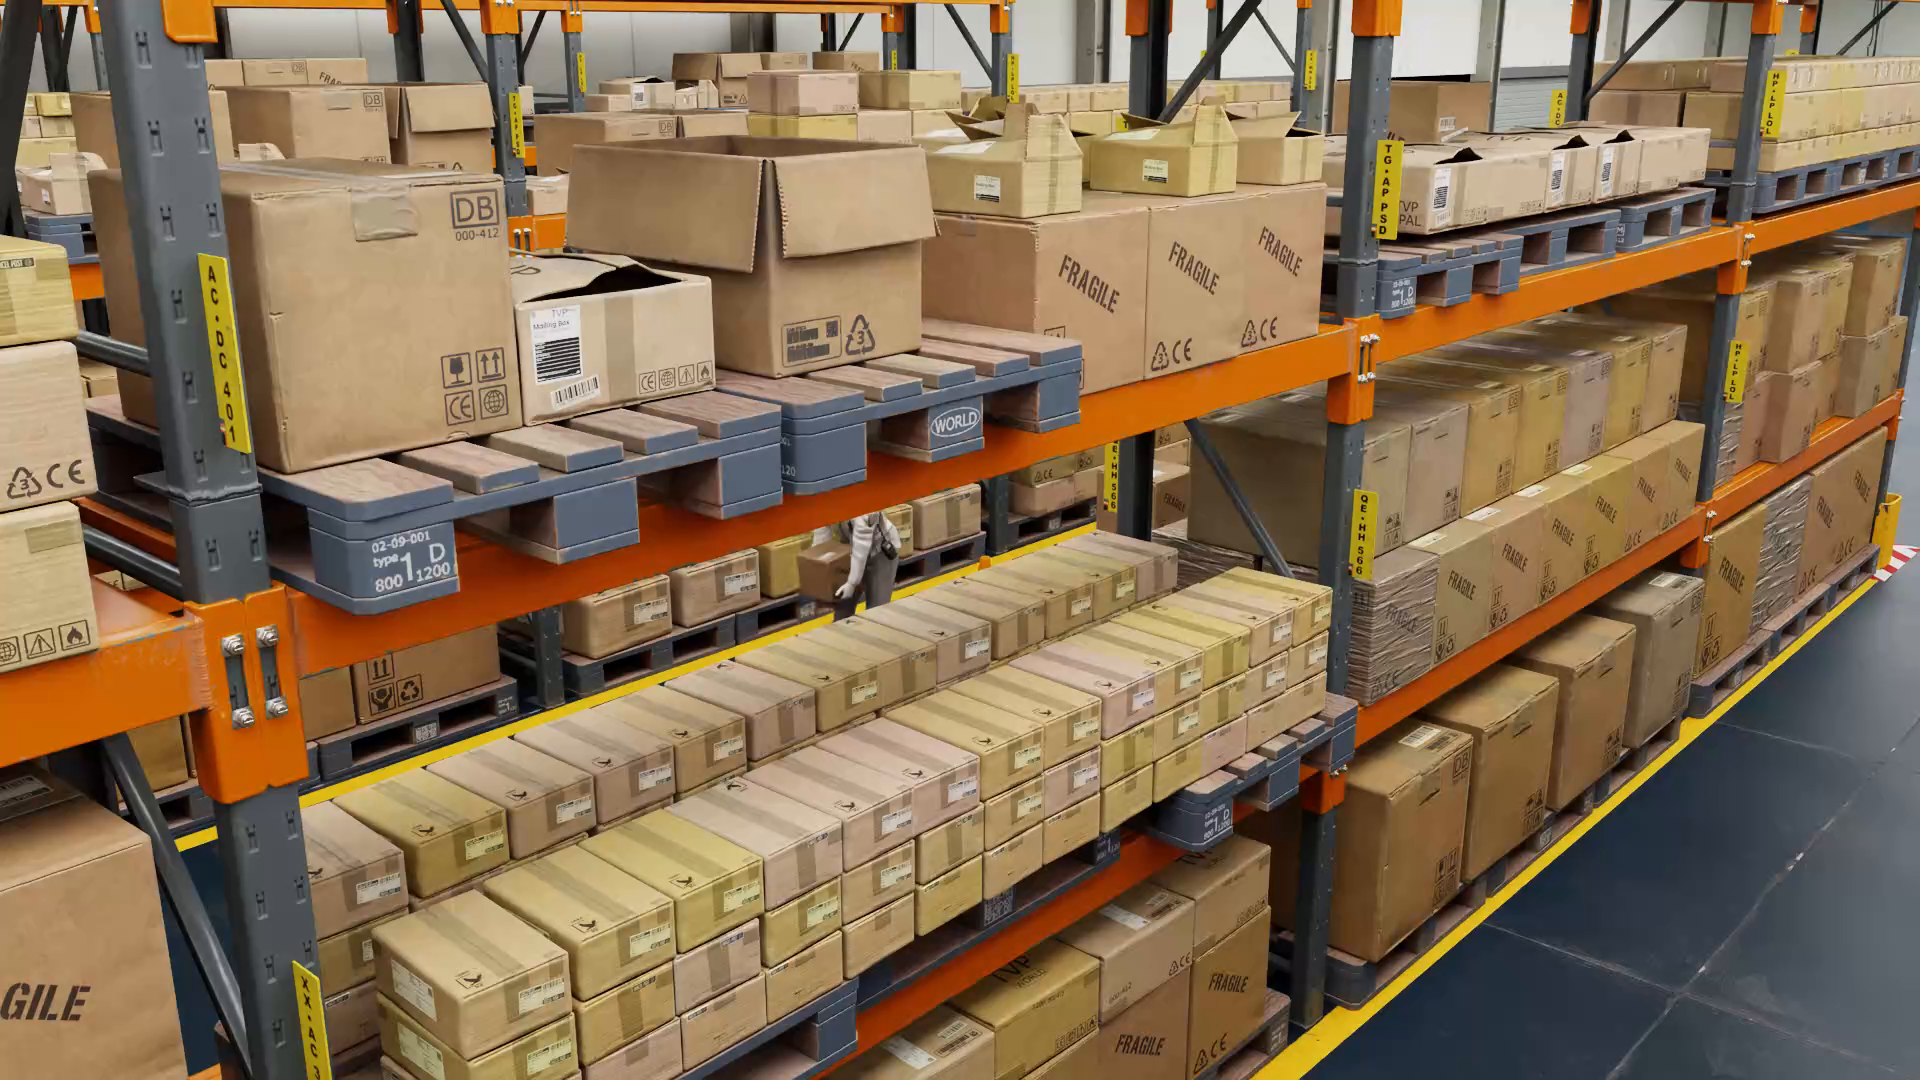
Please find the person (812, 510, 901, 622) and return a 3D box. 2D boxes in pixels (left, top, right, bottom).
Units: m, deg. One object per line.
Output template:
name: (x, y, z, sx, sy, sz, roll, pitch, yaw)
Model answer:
person: (-0.603, 0.164, 9.624, 0.410, 1.605, 0.570, 14, 22, 38)
